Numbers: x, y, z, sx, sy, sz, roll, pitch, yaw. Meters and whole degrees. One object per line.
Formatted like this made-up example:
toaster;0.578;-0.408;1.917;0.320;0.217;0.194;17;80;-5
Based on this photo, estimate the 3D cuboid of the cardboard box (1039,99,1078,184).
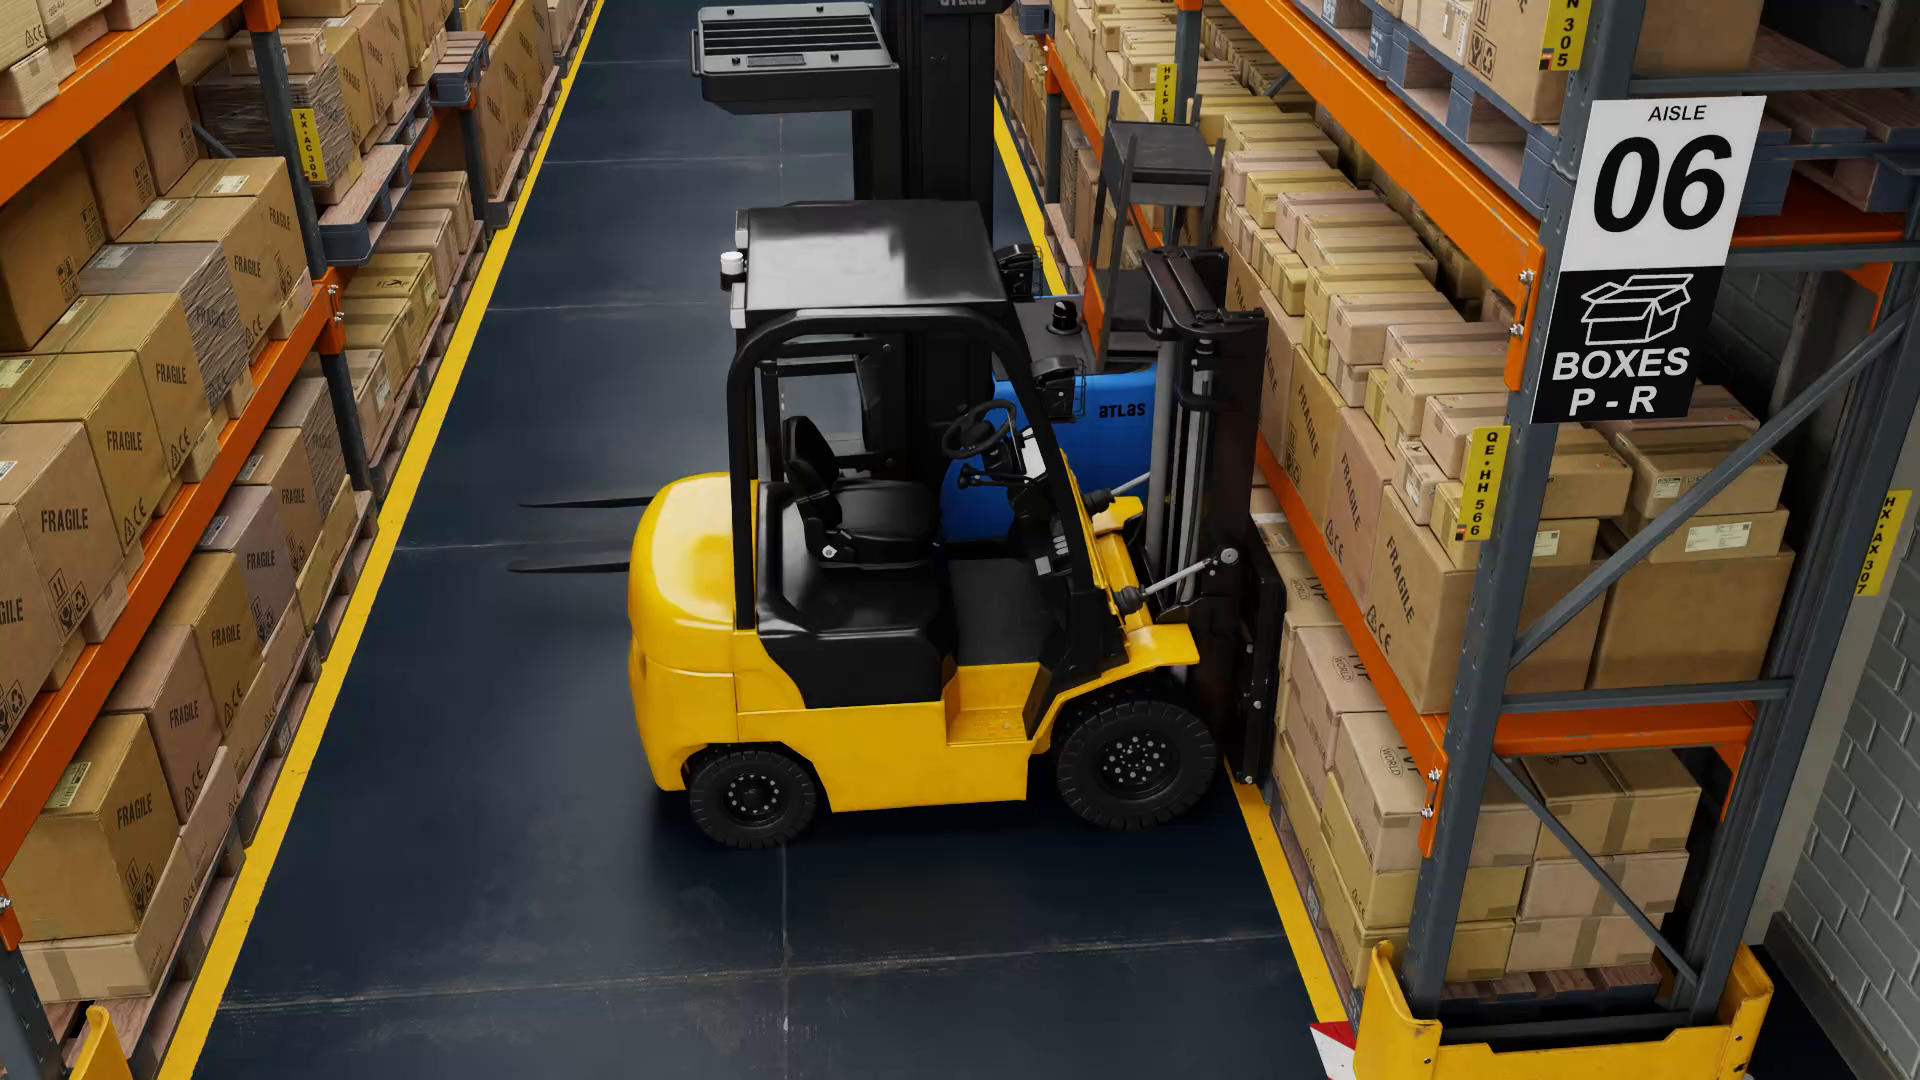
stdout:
cardboard box;0.862;-2.958;12.304;0.500;0.500;0.500;-2;31;-3

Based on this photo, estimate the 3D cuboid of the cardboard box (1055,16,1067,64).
cardboard box;0.914;-3.342;11.066;0.500;0.250;0.500;-3;31;-4

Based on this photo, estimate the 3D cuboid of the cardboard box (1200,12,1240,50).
cardboard box;1.574;-2.894;9.440;0.380;0.149;0.250;-2;31;-4

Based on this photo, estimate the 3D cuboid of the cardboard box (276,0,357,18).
cardboard box;-3.348;-2.799;8.581;0.380;0.149;0.250;-1;31;-2

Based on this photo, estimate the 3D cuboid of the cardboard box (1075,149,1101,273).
cardboard box;1.229;-2.153;10.836;0.875;0.625;0.625;-2;31;-3

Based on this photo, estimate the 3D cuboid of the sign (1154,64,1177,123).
sign;0.950;-2.035;7.679;0.100;0.325;0.005;-3;31;-5

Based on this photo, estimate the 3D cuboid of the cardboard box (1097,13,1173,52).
cardboard box;0.986;-2.870;9.400;0.380;0.149;0.250;-4;31;-6

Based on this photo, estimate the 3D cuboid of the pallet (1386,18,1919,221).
pallet;1.823;-1.172;4.449;1.003;0.211;1.213;-3;31;-5

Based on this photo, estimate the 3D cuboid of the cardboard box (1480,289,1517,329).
cardboard box;1.957;-0.721;5.512;0.380;0.149;0.250;-2;31;-3

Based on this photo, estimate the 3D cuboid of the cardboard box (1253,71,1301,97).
cardboard box;1.698;-2.253;8.367;0.380;0.149;0.250;-4;31;-6

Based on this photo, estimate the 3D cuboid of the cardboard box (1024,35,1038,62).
cardboard box;0.722;-3.949;13.331;0.380;0.149;0.250;-4;31;-7

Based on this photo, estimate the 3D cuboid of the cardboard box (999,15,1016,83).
cardboard box;0.623;-4.265;14.493;0.500;0.500;0.500;-3;31;-5

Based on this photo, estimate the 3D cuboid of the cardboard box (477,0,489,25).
cardboard box;-3.687;-3.864;11.940;0.500;0.250;0.500;-4;31;-6

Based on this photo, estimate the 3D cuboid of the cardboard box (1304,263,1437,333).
cardboard box;1.401;-0.829;5.693;0.380;0.149;0.250;-2;31;-4

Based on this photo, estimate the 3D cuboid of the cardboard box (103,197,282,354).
cardboard box;-3.108;-1.056;6.705;0.500;0.500;0.500;-2;31;-3

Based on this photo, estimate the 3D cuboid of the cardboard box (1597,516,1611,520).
cardboard box;2.004;-0.190;4.913;0.380;0.149;0.250;-3;31;-5

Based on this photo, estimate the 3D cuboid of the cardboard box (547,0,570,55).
cardboard box;-4.151;-4.853;15.539;0.875;0.438;0.875;-3;31;-5

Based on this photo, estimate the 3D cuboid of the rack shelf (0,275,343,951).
rack shelf;-3.265;-0.033;6.081;1.077;0.370;4.000;-3;31;-5

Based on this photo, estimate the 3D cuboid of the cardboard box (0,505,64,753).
cardboard box;-2.846;0.254;4.513;0.500;0.500;0.500;-3;31;-5

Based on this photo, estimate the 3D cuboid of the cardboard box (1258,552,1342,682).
cardboard box;1.399;0.273;6.165;0.500;0.250;0.500;-2;31;-4

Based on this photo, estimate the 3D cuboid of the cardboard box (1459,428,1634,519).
cardboard box;1.620;-0.182;4.610;0.380;0.149;0.250;-3;31;-4

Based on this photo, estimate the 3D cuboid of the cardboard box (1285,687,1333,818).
cardboard box;1.470;0.735;5.879;0.500;0.250;0.500;-3;31;-5

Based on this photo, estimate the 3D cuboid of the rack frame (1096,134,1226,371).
rack frame;0.811;-0.797;7.401;0.400;2.100;0.015;1;36;-6

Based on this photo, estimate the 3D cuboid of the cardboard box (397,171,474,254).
cardboard box;-3.783;-2.168;11.108;0.950;0.372;0.625;-5;31;-8

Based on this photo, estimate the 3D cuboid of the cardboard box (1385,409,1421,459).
cardboard box;1.535;-0.310;5.114;0.380;0.149;0.250;-2;31;-4

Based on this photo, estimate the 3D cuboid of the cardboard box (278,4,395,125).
cardboard box;-3.290;-2.476;8.672;0.500;0.500;0.500;-3;31;-5

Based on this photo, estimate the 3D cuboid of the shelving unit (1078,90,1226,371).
shelving unit;0.793;-0.941;7.597;0.431;2.100;0.503;1;36;-6

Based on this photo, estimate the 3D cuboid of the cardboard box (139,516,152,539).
cardboard box;-3.006;-0.058;5.667;0.380;0.149;0.250;-2;31;-3

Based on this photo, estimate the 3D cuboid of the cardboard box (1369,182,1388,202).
cardboard box;1.912;-1.380;6.905;0.380;0.149;0.250;-3;31;-4

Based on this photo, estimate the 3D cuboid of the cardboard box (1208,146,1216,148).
cardboard box;1.258;-1.749;7.522;0.380;0.149;0.250;-3;31;-5

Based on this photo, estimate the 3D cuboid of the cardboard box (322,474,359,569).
cardboard box;-3.129;-0.074;7.720;0.500;0.250;0.500;-1;31;-2

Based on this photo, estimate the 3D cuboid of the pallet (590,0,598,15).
pallet;-4.421;-5.888;17.902;1.003;0.211;1.213;-3;31;-5

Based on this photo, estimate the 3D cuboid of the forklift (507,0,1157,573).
forklift;-0.619;-1.212;7.421;3.031;2.935;1.130;-4;31;-7

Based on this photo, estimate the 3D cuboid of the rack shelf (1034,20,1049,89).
rack shelf;0.929;-4.357;13.321;1.077;0.370;4.000;-3;31;-5

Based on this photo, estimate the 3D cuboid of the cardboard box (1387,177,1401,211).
cardboard box;1.930;-1.380;6.616;0.380;0.149;0.250;-3;31;-5

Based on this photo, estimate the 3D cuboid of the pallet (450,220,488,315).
pallet;-3.754;-1.809;11.073;1.003;0.211;1.213;-3;31;-5

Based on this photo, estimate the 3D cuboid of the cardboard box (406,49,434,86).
cardboard box;-3.340;-2.793;9.836;0.380;0.149;0.250;-2;31;-4

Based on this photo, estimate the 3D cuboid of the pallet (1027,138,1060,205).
pallet;1.084;-2.831;12.783;1.003;0.211;1.213;-3;31;-5

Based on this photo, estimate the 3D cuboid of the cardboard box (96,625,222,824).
cardboard box;-2.934;0.654;5.771;0.500;0.500;0.500;-4;31;-6

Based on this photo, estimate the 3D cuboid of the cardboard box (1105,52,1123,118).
cardboard box;1.092;-2.515;9.194;0.500;0.250;0.500;-2;31;-4

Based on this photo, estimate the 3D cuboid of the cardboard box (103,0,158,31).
cardboard box;-3.037;-1.870;5.776;0.380;0.149;0.250;-2;31;-3

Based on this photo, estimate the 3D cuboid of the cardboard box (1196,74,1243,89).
cardboard box;1.194;-2.219;8.309;0.380;0.149;0.250;-3;31;-5

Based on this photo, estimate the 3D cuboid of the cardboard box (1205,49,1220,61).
cardboard box;1.624;-2.544;9.242;0.500;0.250;0.500;-3;31;-6

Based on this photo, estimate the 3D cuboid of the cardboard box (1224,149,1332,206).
cardboard box;1.293;-1.479;6.781;0.380;0.149;0.250;-2;31;-3

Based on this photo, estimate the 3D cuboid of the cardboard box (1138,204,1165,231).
cardboard box;1.182;-1.783;8.456;0.500;0.250;0.500;-2;31;-3

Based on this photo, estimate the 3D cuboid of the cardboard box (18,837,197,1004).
cardboard box;-2.878;1.254;5.497;0.500;0.250;0.500;-3;31;-5

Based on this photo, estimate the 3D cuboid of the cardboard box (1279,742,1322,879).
cardboard box;1.468;0.961;5.988;0.500;0.250;0.500;-3;31;-5

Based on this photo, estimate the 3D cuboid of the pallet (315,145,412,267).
pallet;-3.379;-1.678;8.321;1.003;0.211;1.213;-3;31;-5

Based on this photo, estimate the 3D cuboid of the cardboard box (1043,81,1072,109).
cardboard box;0.818;-3.270;12.196;0.380;0.149;0.250;-4;31;-7

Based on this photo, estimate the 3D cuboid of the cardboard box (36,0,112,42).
cardboard box;-2.999;-1.724;5.142;0.500;0.250;0.500;-2;31;-4

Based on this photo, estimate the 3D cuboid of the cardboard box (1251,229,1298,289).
cardboard box;1.348;-1.094;6.426;0.380;0.149;0.250;-4;31;-6

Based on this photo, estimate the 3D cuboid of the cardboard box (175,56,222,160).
cardboard box;-3.724;-1.939;7.773;0.500;0.500;0.500;-3;31;-6

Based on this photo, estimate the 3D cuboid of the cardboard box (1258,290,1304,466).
cardboard box;1.411;-0.625;6.274;0.500;0.500;0.500;-3;31;-4

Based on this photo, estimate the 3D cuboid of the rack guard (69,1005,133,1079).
rack guard;-3.085;1.714;4.893;1.175;0.500;0.348;-3;31;-5

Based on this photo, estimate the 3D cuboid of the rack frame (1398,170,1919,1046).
rack frame;1.863;0.440;4.589;1.000;3.000;0.127;-3;31;-5
